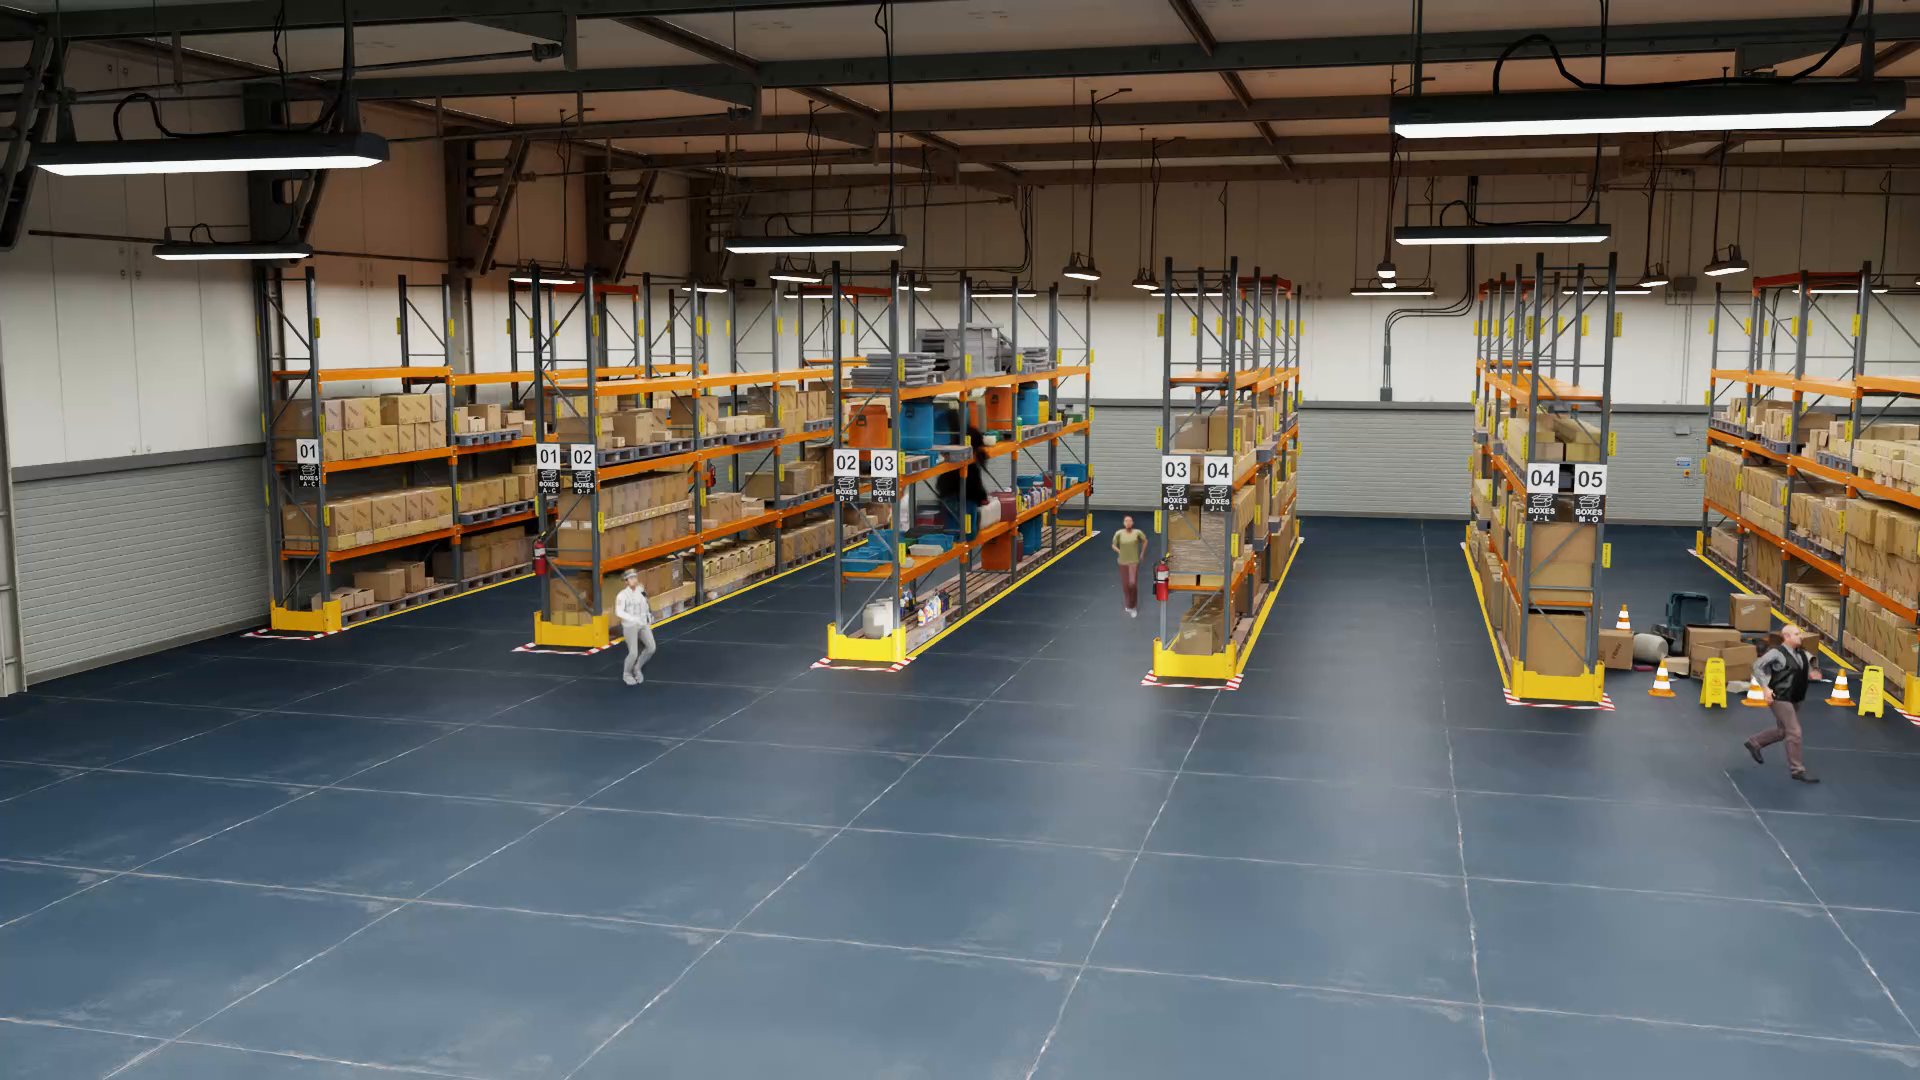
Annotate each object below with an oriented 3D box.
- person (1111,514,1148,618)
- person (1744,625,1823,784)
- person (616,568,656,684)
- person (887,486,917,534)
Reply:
[{"bbox_3d":[2.782,0.427,27.489,0.571,1.719,0.641,2,7,14],"label":"person"},{"bbox_3d":[9.192,1.784,18.532,0.657,1.706,0.924,-4,8,-31],"label":"person"},{"bbox_3d":[-4.551,1.213,23.420,0.628,1.655,0.593,-7,10,-44],"label":"person"},{"bbox_3d":[-1.259,-0.390,35.720,0.643,1.742,0.612,1,7,9],"label":"person"}]
